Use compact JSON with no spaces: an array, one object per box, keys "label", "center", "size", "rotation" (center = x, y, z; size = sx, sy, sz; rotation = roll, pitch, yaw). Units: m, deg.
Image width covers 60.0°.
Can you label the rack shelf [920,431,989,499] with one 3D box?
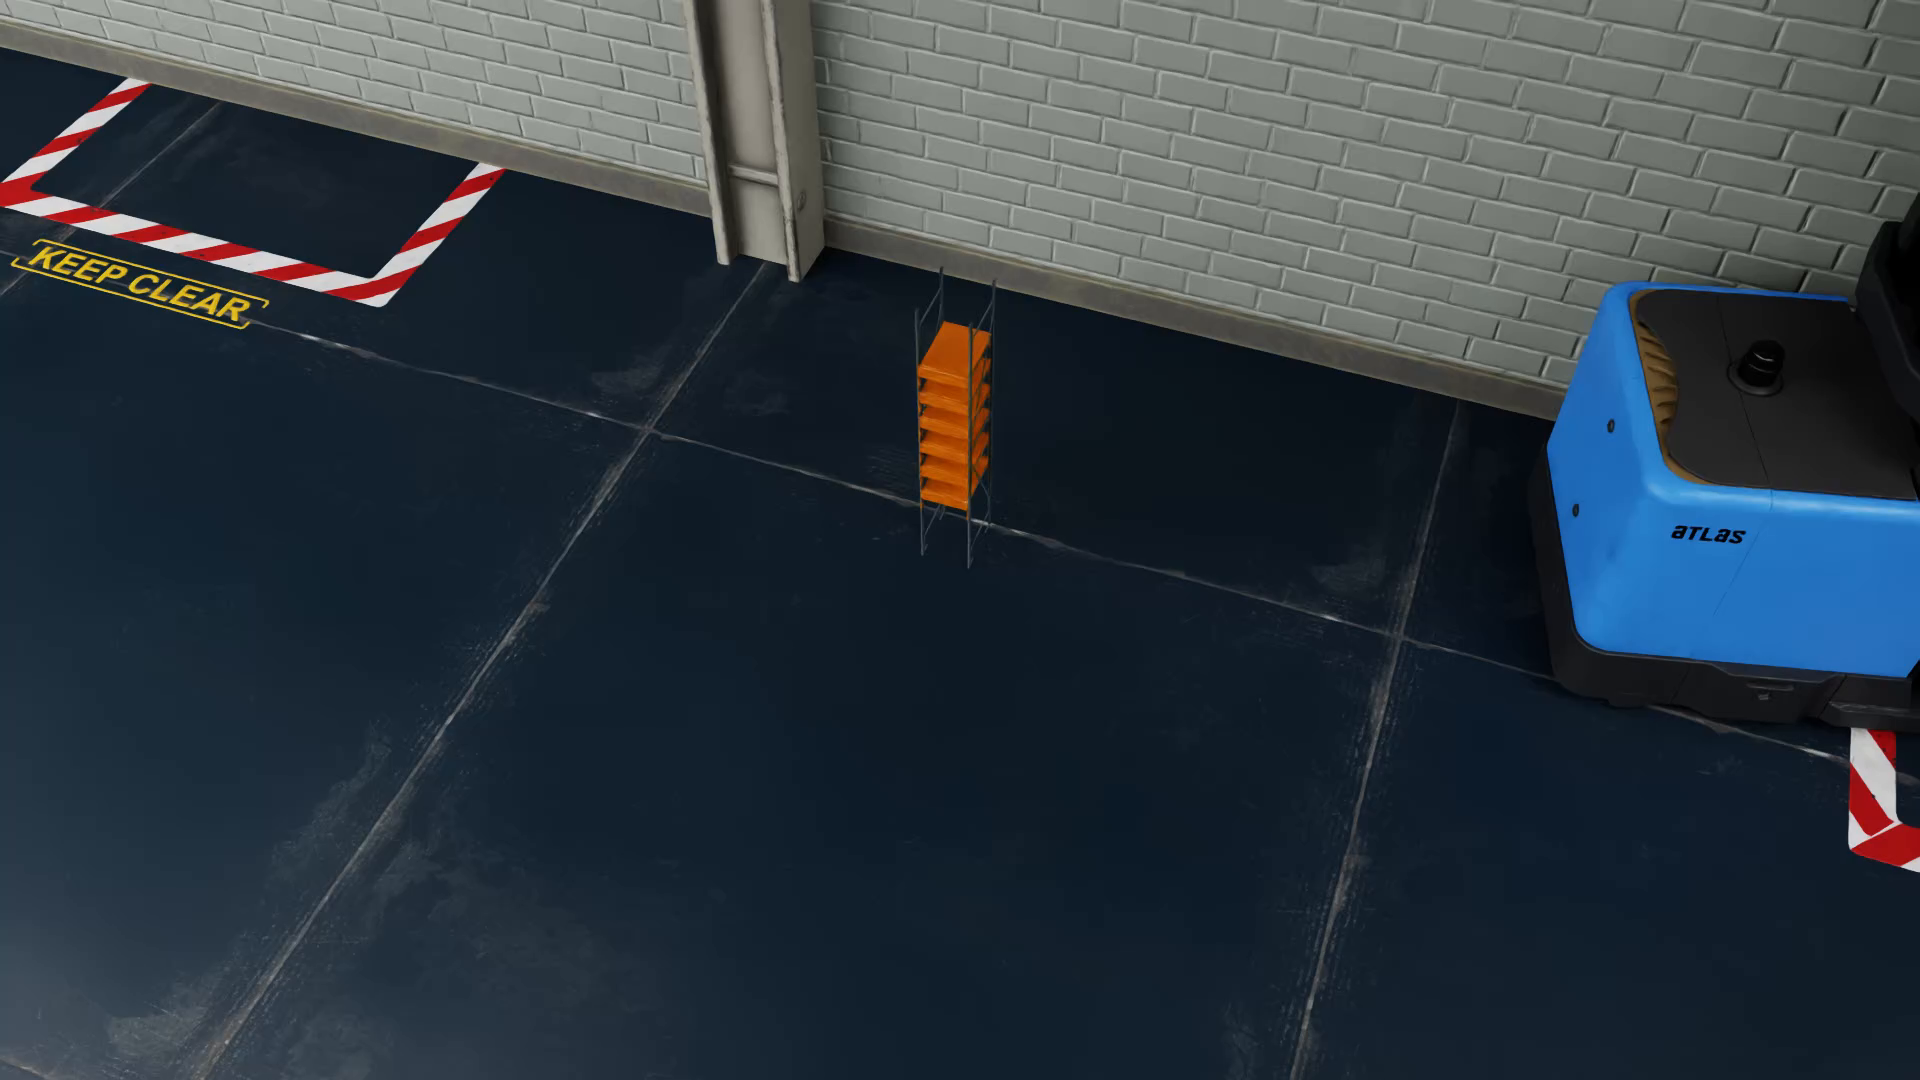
[{"label":"rack shelf","center":[-0.014,-0.289,5.924],"size":[0.180,0.103,0.258],"rotation":[16,51,13]}]

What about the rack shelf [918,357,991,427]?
[{"label":"rack shelf","center":[-0.014,-0.525,5.652],"size":[0.180,0.103,0.258],"rotation":[16,51,13]}]

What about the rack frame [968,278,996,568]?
[{"label":"rack frame","center":[0.072,-0.373,5.779],"size":[0.006,1.200,0.240],"rotation":[16,51,13]}]

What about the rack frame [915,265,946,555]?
[{"label":"rack frame","center":[-0.099,-0.421,5.821],"size":[0.006,1.200,0.240],"rotation":[16,51,13]}]

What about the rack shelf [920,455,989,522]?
[{"label":"rack shelf","center":[-0.014,-0.210,6.015],"size":[0.180,0.103,0.258],"rotation":[16,51,13]}]

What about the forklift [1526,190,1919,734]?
[{"label":"forklift","center":[3.607,-0.649,4.873],"size":[3.031,2.935,1.130],"rotation":[5,49,4]}]

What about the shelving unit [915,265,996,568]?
[{"label":"shelving unit","center":[-0.014,-0.397,5.800],"size":[0.189,1.200,0.258],"rotation":[16,51,13]}]

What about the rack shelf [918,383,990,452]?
[{"label":"rack shelf","center":[-0.014,-0.446,5.743],"size":[0.180,0.103,0.258],"rotation":[16,51,13]}]

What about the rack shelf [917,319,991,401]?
[{"label":"rack shelf","center":[-0.014,-0.603,5.561],"size":[0.180,0.103,0.258],"rotation":[16,51,13]}]

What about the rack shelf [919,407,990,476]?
[{"label":"rack shelf","center":[-0.014,-0.368,5.833],"size":[0.180,0.103,0.258],"rotation":[16,51,13]}]

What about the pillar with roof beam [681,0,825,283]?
[{"label":"pillar with roof beam","center":[-2.319,-1.172,1.311],"size":[0.400,9.000,9.100],"rotation":[16,51,13]}]
